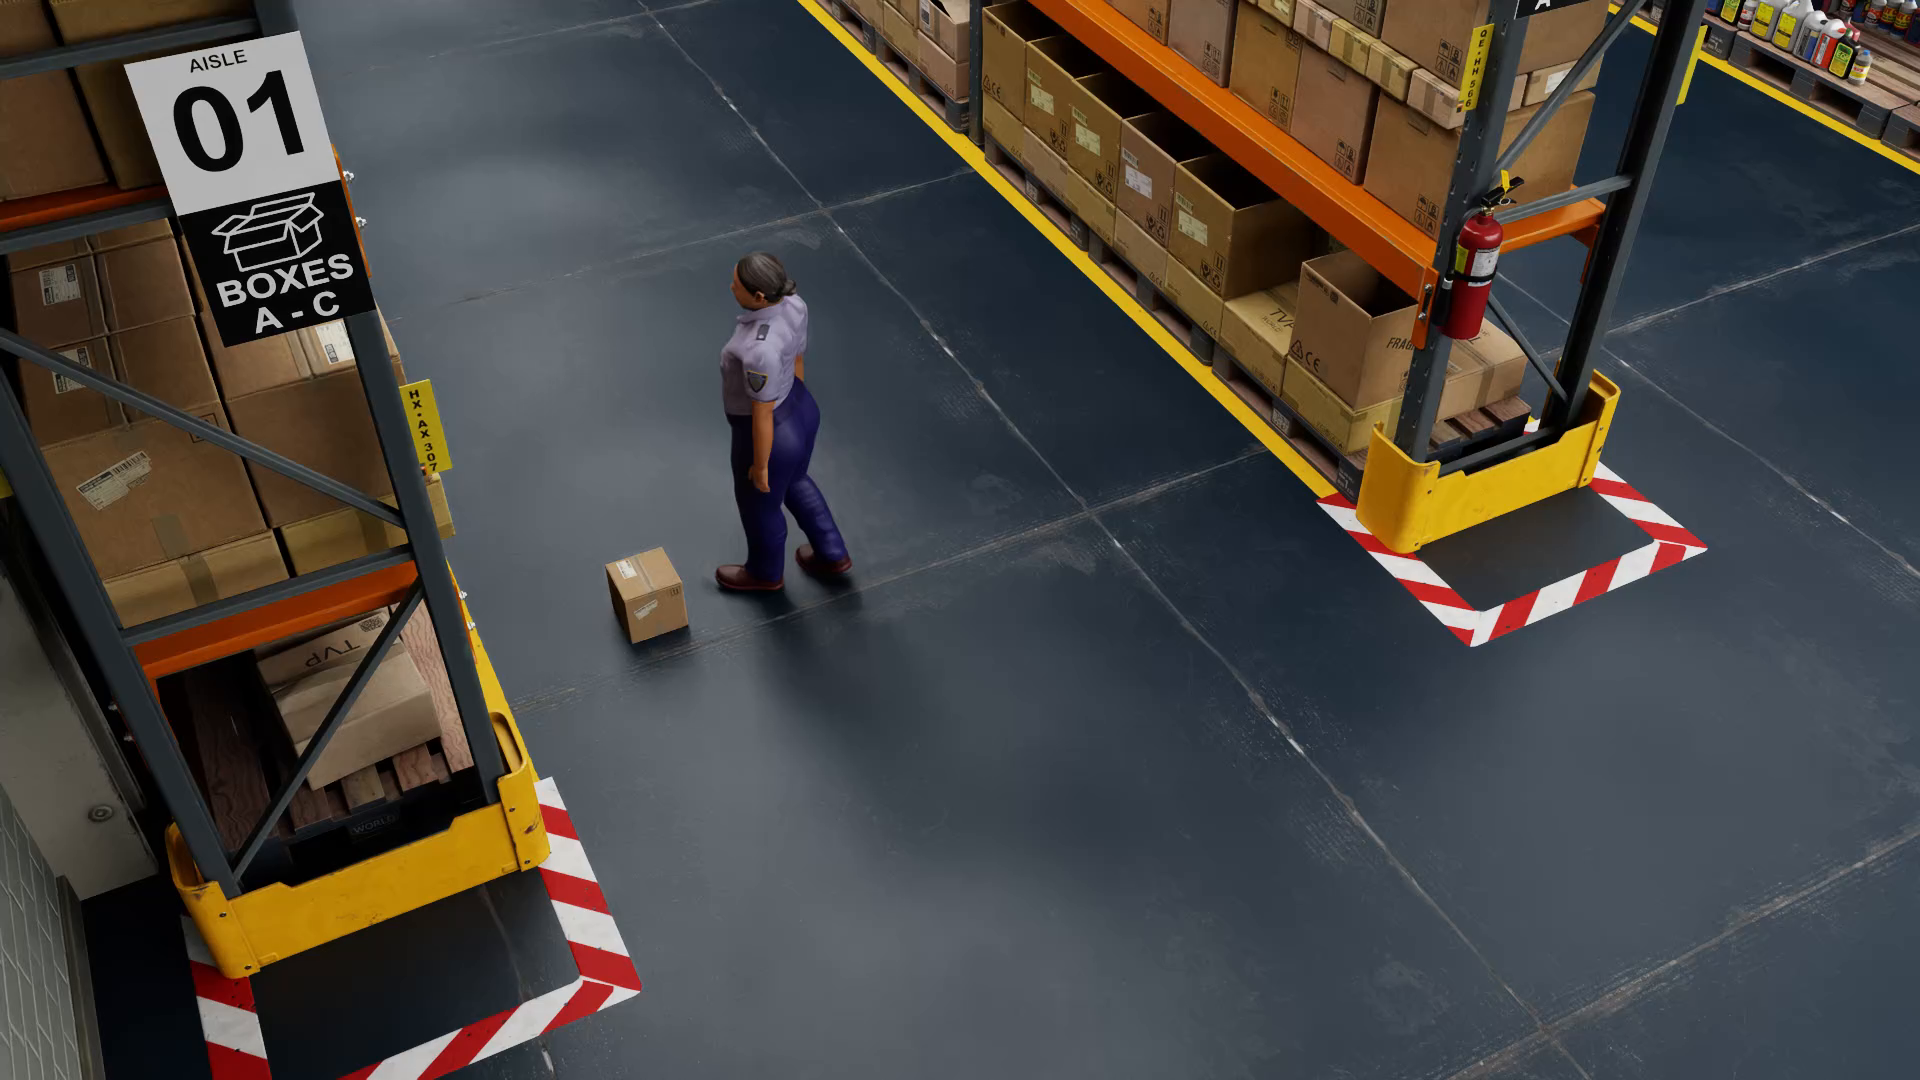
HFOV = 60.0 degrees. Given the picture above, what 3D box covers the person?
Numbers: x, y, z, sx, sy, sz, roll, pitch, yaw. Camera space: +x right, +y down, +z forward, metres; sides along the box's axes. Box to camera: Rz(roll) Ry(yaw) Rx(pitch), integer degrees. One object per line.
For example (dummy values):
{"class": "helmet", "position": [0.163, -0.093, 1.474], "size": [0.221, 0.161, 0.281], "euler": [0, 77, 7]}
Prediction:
{"class": "person", "position": [-0.765, -0.437, 6.650], "size": [0.577, 1.642, 0.494], "euler": [9, 42, 10]}
